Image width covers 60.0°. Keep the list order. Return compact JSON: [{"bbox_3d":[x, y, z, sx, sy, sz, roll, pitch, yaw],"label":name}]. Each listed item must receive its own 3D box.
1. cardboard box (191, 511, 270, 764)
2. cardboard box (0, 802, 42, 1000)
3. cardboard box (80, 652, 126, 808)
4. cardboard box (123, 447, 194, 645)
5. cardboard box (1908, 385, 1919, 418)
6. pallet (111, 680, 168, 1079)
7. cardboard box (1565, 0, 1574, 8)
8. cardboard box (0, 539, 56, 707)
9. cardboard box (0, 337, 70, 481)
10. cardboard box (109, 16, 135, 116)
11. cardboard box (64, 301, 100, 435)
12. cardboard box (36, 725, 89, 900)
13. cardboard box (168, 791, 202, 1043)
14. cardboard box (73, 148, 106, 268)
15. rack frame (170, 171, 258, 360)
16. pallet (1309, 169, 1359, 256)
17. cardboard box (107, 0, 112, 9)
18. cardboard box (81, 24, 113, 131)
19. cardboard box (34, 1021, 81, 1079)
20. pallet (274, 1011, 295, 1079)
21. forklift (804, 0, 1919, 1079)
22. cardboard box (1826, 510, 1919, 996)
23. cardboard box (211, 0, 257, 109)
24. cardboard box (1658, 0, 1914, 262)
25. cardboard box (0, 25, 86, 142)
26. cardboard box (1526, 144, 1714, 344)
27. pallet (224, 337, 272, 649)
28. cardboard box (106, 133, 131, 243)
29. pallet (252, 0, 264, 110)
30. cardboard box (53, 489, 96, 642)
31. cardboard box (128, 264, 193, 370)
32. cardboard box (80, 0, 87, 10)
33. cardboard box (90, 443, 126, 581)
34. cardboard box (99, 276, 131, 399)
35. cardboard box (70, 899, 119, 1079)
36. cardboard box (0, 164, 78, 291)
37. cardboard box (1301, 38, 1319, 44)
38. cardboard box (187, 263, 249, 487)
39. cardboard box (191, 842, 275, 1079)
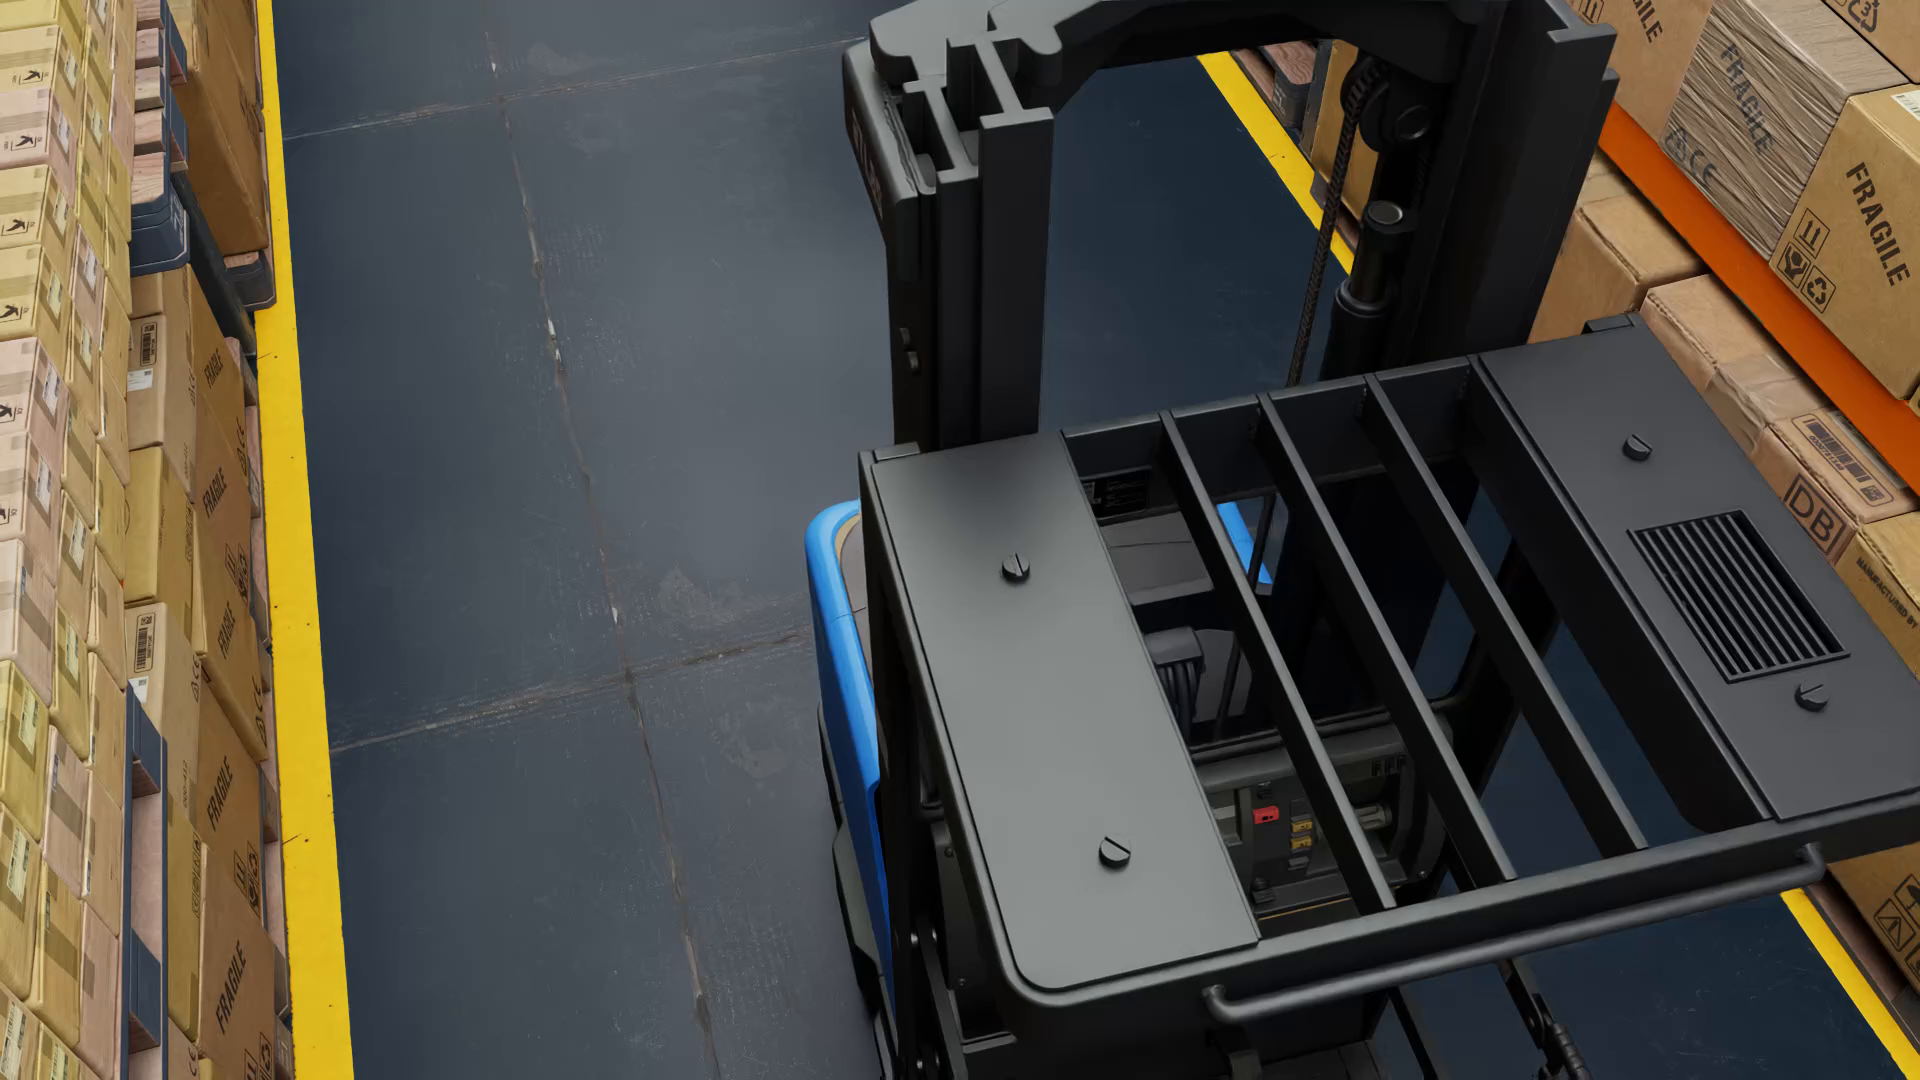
[{"bbox_3d":[-2.174,0.319,4.379,0.500,0.500,0.500,-15,52,-13],"label":"cardboard box"},{"bbox_3d":[-1.523,0.546,2.328,0.380,0.149,0.250,-12,51,-10],"label":"cardboard box"},{"bbox_3d":[-1.666,0.372,2.864,0.380,0.149,0.250,-13,51,-11],"label":"cardboard box"},{"bbox_3d":[-2.193,0.075,4.095,0.500,0.250,0.500,-12,51,-10],"label":"cardboard box"},{"bbox_3d":[2.472,-0.336,3.506,0.500,0.500,0.500,-12,51,-10],"label":"cardboard box"},{"bbox_3d":[-1.844,0.857,2.691,1.003,0.211,1.213,-13,51,-11],"label":"pallet"},{"bbox_3d":[1.866,-1.822,4.759,0.500,0.500,0.500,-15,51,-12],"label":"cardboard box"},{"bbox_3d":[-1.668,0.176,2.641,0.380,0.149,0.250,-14,51,-11],"label":"cardboard box"},{"bbox_3d":[-1.818,-0.195,2.953,0.380,0.149,0.250,-12,51,-10],"label":"cardboard box"},{"bbox_3d":[-2.284,-1.151,4.148,0.380,0.149,0.250,-13,51,-11],"label":"cardboard box"},{"bbox_3d":[-1.899,-0.297,3.234,0.380,0.149,0.250,-14,51,-12],"label":"cardboard box"},{"bbox_3d":[-1.590,0.467,2.589,0.380,0.149,0.250,-12,51,-10],"label":"cardboard box"},{"bbox_3d":[-1.883,0.827,3.460,0.500,0.250,0.500,-12,51,-10],"label":"cardboard box"},{"bbox_3d":[-2.053,-0.676,3.553,0.380,0.149,0.250,-14,51,-11],"label":"cardboard box"},{"bbox_3d":[-2.940,-1.535,4.582,1.000,3.000,0.127,-13,51,-11],"label":"rack frame"},{"bbox_3d":[1.989,-1.091,6.032,1.003,0.211,1.213,-13,51,-11],"label":"pallet"},{"bbox_3d":[-2.359,-1.427,4.187,0.380,0.149,0.250,-12,51,-10],"label":"cardboard box"},{"bbox_3d":[-2.198,-1.041,3.861,0.380,0.149,0.250,-12,51,-10],"label":"cardboard box"},{"bbox_3d":[-1.435,0.844,2.271,0.380,0.149,0.250,-13,51,-10],"label":"cardboard box"},{"bbox_3d":[-1.989,1.717,3.664,1.003,0.211,1.213,-13,51,-11],"label":"pallet"},{"bbox_3d":[0.470,0.679,2.761,1.130,2.935,3.031,-11,51,-9],"label":"forklift"},{"bbox_3d":[2.802,0.425,4.045,1.225,0.875,0.875,-13,51,-11],"label":"cardboard box"},{"bbox_3d":[-3.296,-2.048,6.211,1.050,0.750,0.750,-13,51,-10],"label":"cardboard box"},{"bbox_3d":[2.167,-1.083,4.136,0.500,0.500,0.500,-13,51,-11],"label":"cardboard box"},{"bbox_3d":[-2.125,-0.957,3.596,0.380,0.149,0.250,-12,51,-10],"label":"cardboard box"},{"bbox_3d":[2.268,-0.872,5.138,1.225,0.875,0.875,-13,51,-11],"label":"cardboard box"},{"bbox_3d":[-2.711,-0.065,5.167,1.003,0.211,1.213,-13,51,-11],"label":"pallet"},{"bbox_3d":[-2.137,-0.781,3.836,0.380,0.149,0.250,-14,51,-11],"label":"cardboard box"},{"bbox_3d":[-3.459,-2.119,6.898,1.003,0.211,1.213,-13,51,-11],"label":"pallet"},{"bbox_3d":[-1.749,0.081,2.915,0.380,0.149,0.250,-11,51,-10],"label":"cardboard box"},{"bbox_3d":[-2.488,-0.666,4.719,0.500,0.250,0.500,-14,51,-12],"label":"cardboard box"},{"bbox_3d":[-2.285,-1.343,3.921,0.380,0.149,0.250,-14,51,-11],"label":"cardboard box"},{"bbox_3d":[-1.826,-0.012,3.188,0.380,0.149,0.250,-14,51,-12],"label":"cardboard box"},{"bbox_3d":[-1.981,-0.395,3.511,0.380,0.149,0.250,-12,51,-10],"label":"cardboard box"},{"bbox_3d":[-1.522,0.739,2.555,0.380,0.149,0.250,-13,51,-10],"label":"cardboard box"},{"bbox_3d":[-1.977,-0.582,3.279,0.380,0.149,0.250,-11,51,-9],"label":"cardboard box"},{"bbox_3d":[1.610,-2.404,6.662,0.700,0.500,0.500,-16,52,-13],"label":"cardboard box"},{"bbox_3d":[-2.496,-0.443,5.022,0.500,0.500,0.500,-14,51,-11],"label":"cardboard box"},{"bbox_3d":[-1.881,1.071,3.745,0.500,0.500,0.500,-11,51,-9],"label":"cardboard box"}]
